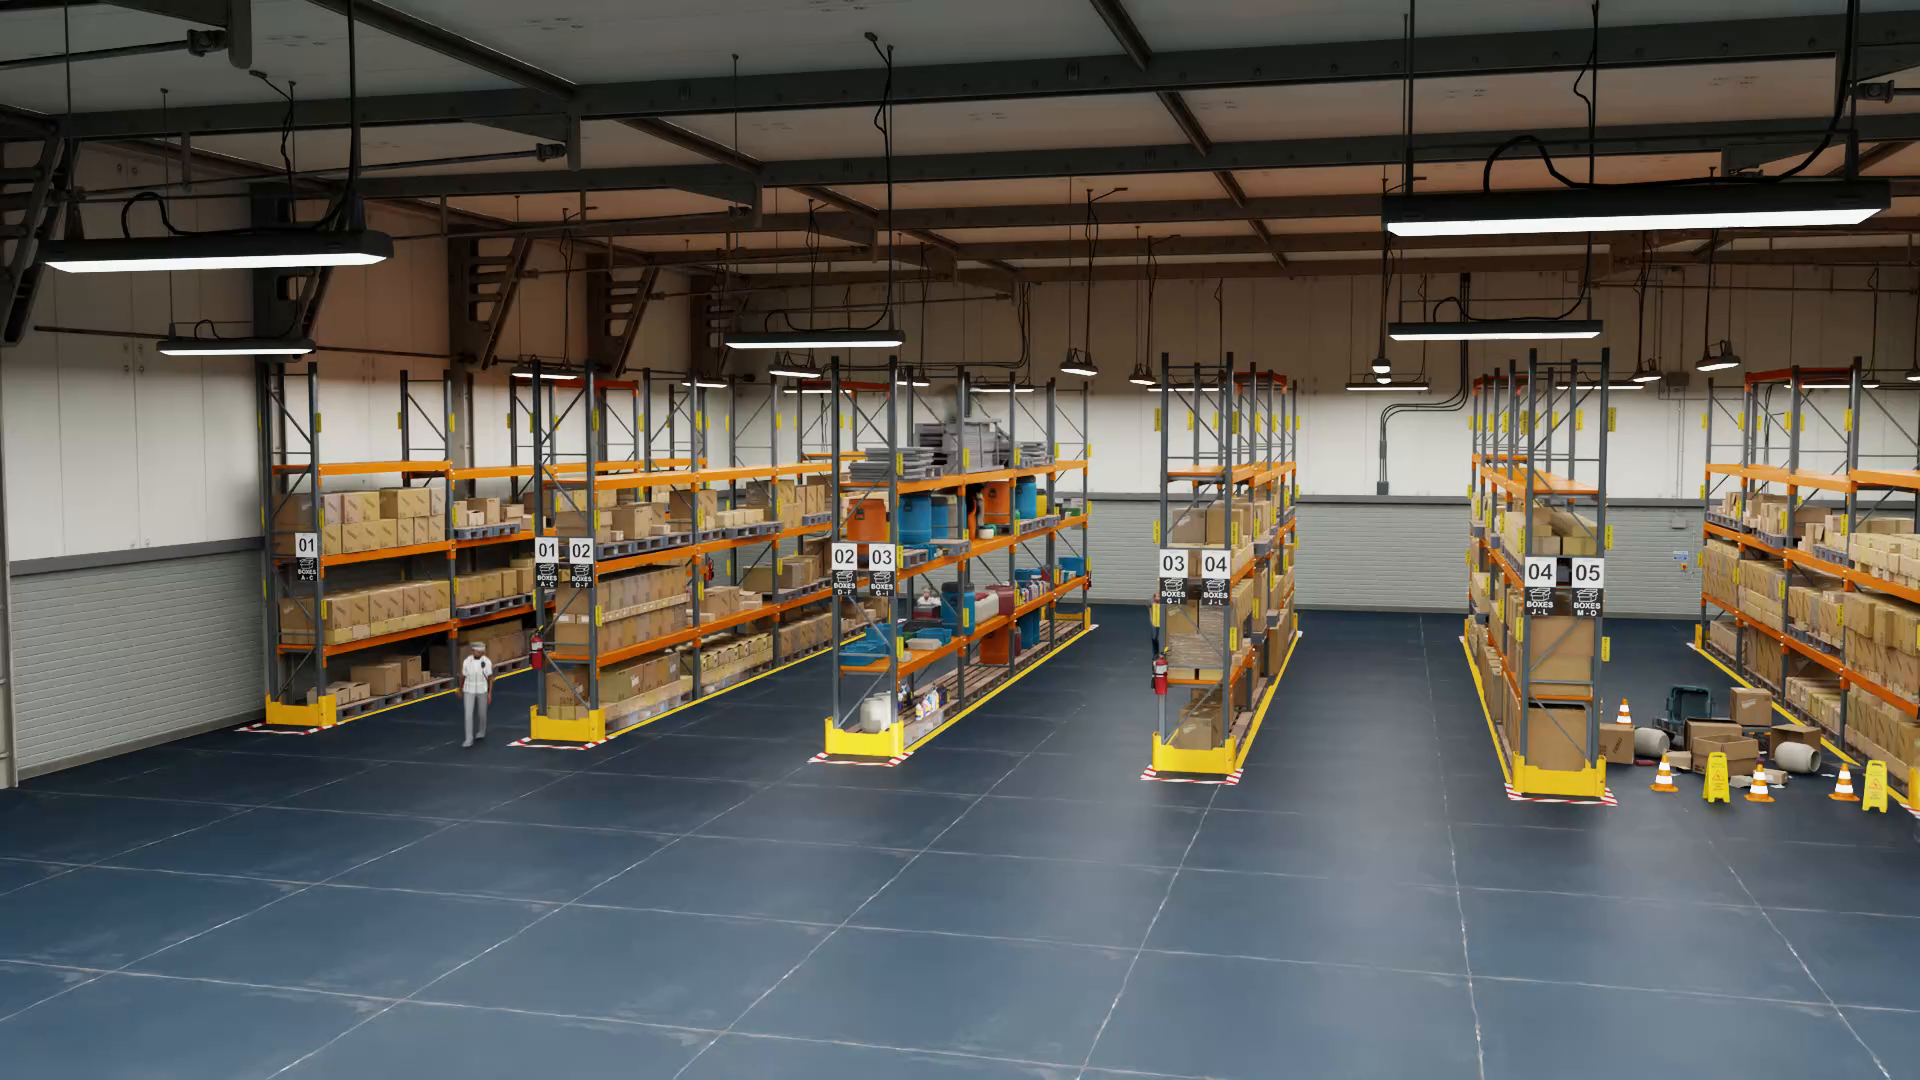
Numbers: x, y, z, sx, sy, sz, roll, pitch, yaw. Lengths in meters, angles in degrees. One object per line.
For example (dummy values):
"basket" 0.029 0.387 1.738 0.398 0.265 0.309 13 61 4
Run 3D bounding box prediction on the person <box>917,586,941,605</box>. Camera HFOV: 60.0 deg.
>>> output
"person" -0.613 1.701 34.458 0.619 1.561 1.040 1 4 12

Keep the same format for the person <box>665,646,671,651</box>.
"person" -6.164 1.691 34.999 0.708 1.765 0.824 0 4 6

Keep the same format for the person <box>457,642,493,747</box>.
"person" -7.543 2.367 25.882 0.541 1.572 1.057 -1 4 -18

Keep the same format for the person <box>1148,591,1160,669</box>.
"person" 4.126 1.817 34.195 0.539 1.595 0.936 1 4 18
